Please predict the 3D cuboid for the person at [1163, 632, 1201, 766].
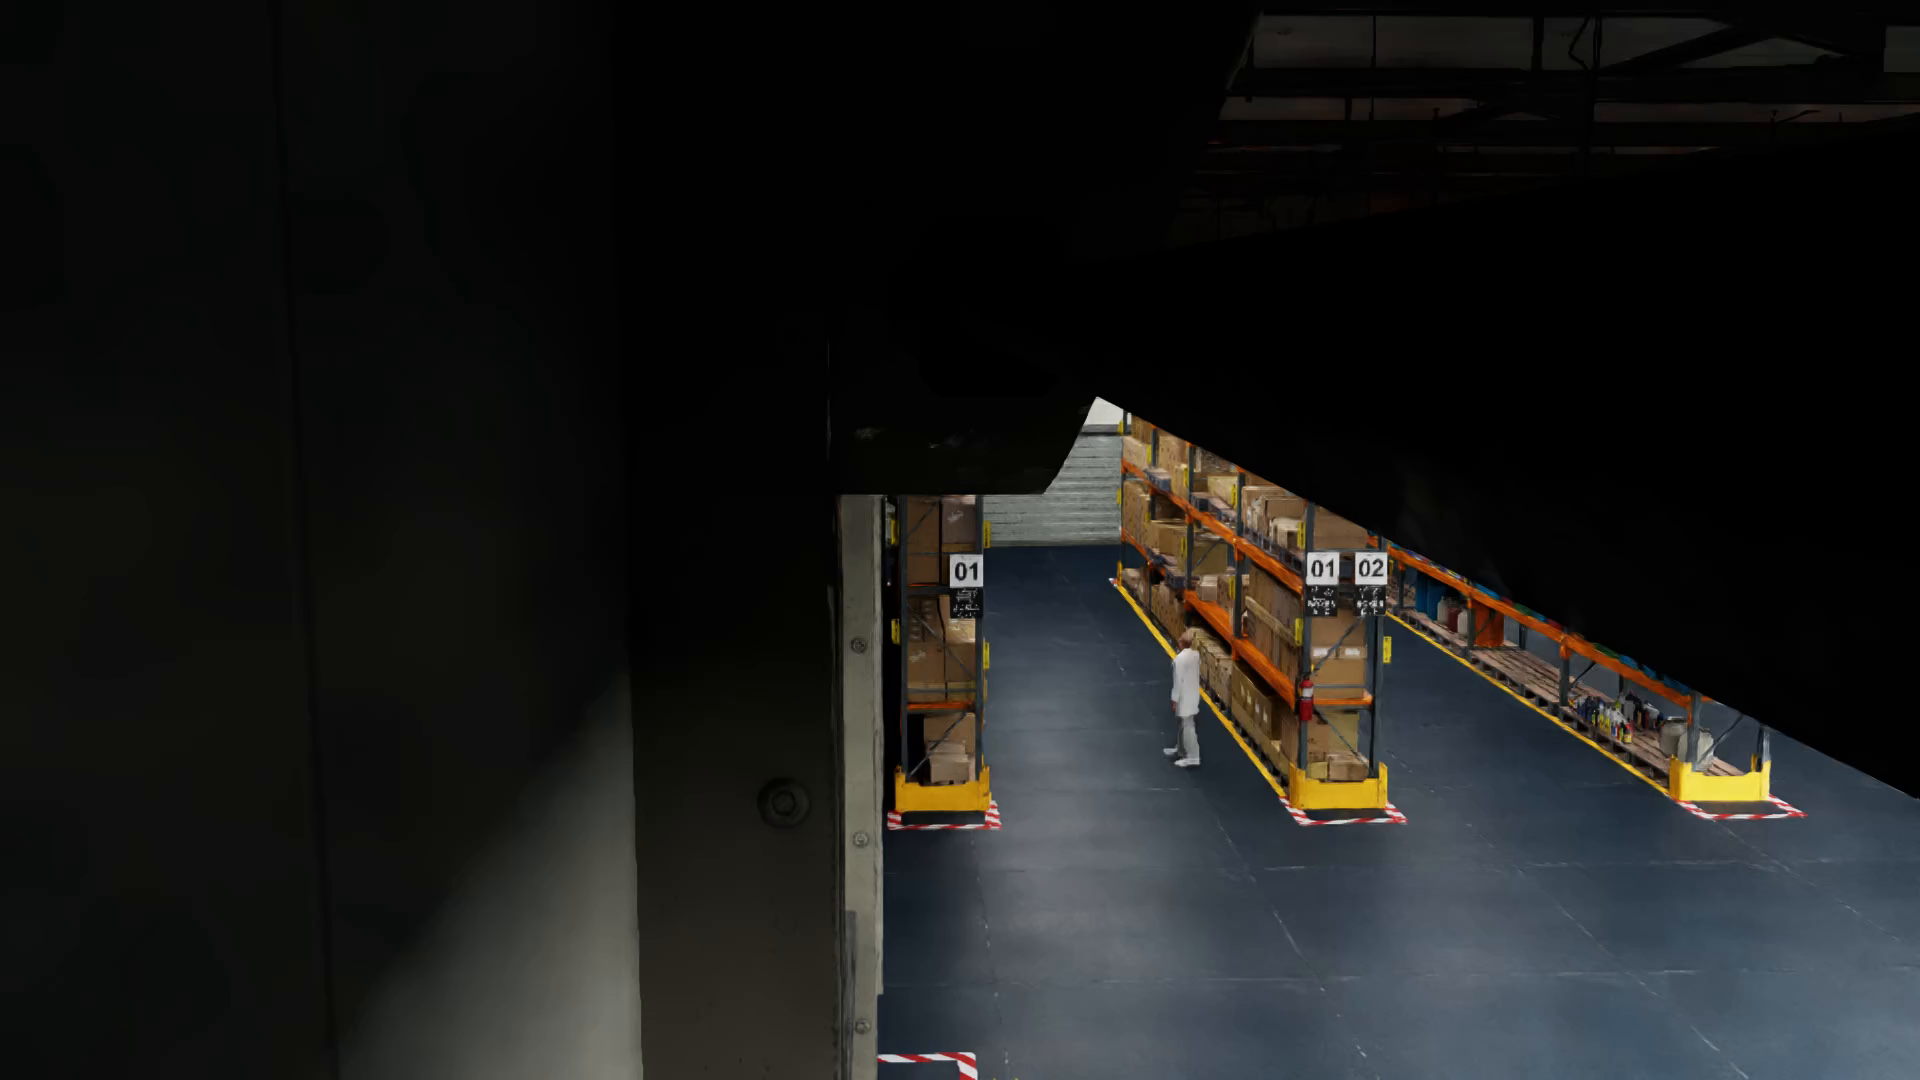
[{"bbox_3d":[3.022,2.120,22.563,0.636,1.775,0.677,5,10,29],"label":"person"}]
